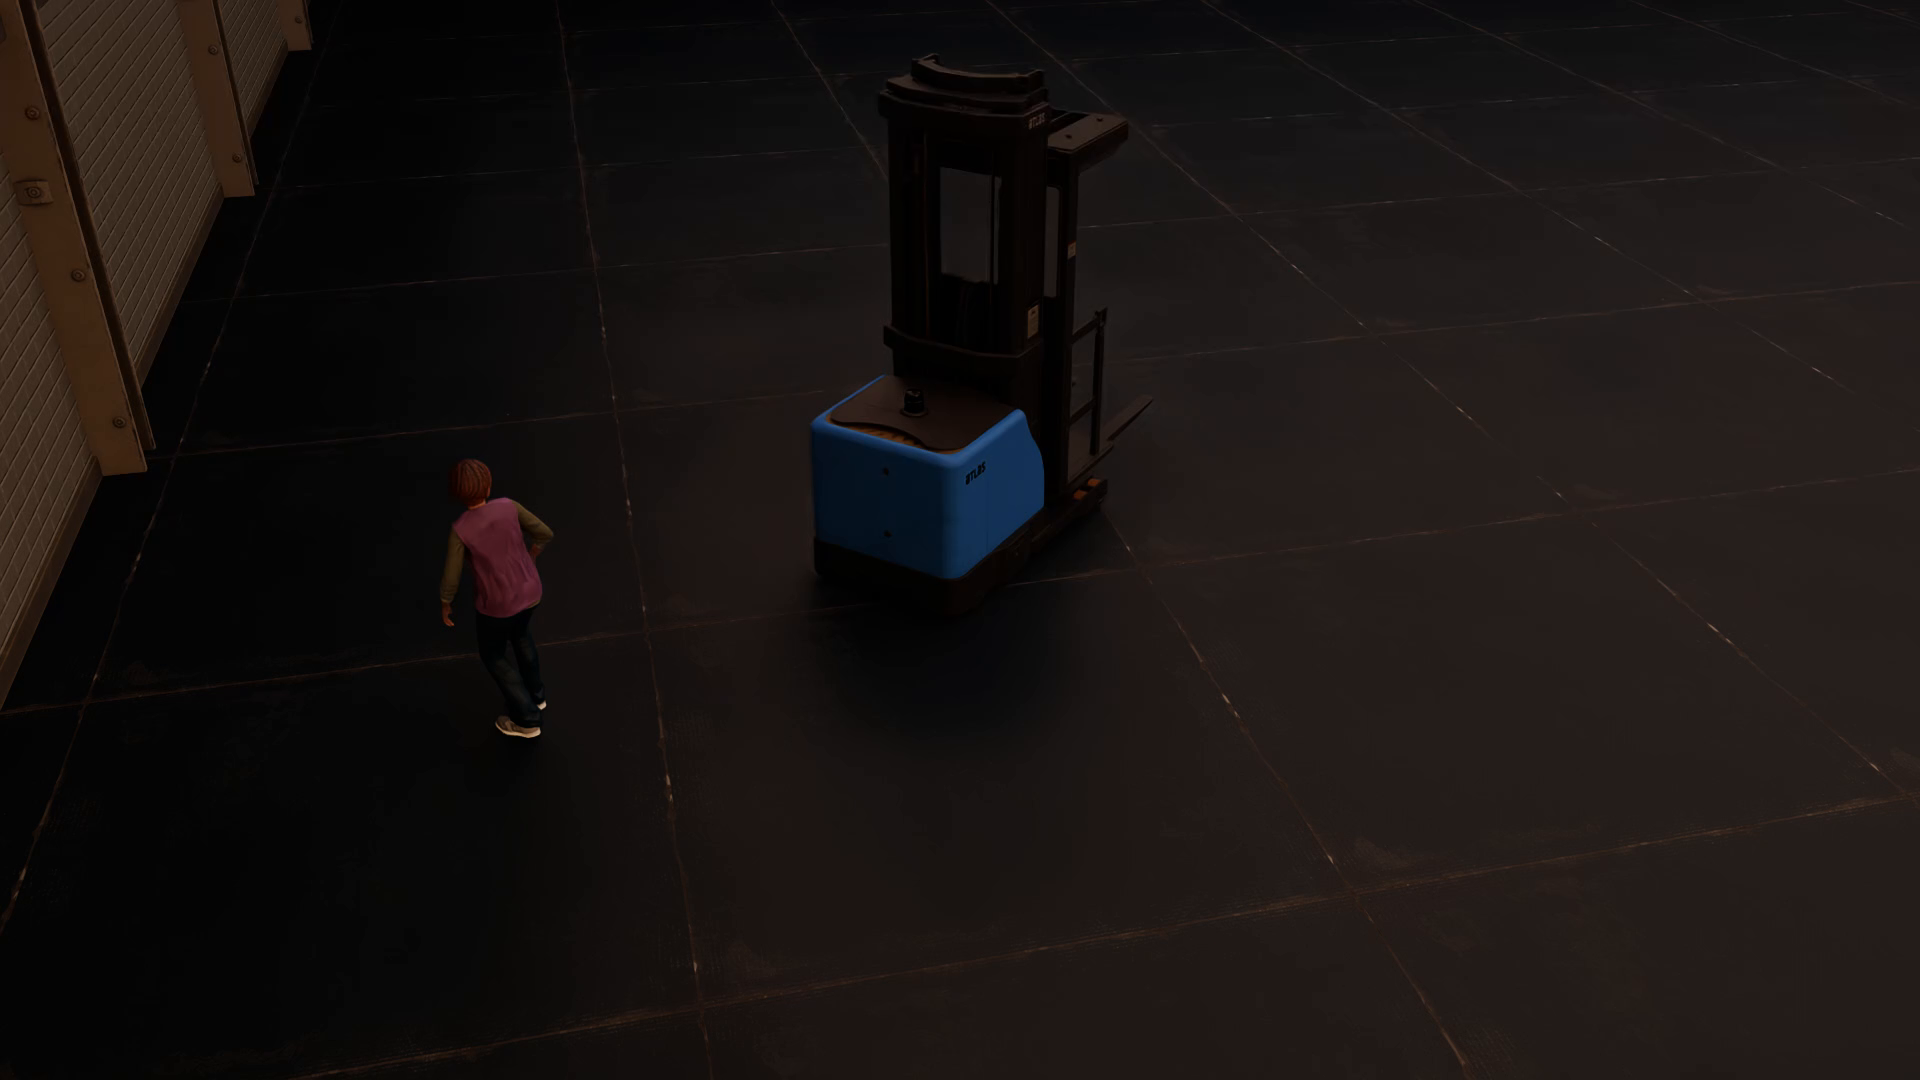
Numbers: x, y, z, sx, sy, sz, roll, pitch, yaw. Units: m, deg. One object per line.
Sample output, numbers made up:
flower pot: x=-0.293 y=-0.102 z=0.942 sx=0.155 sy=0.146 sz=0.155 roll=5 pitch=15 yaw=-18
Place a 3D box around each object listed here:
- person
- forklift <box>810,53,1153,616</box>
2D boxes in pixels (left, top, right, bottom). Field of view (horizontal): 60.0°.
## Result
person: x=-2.364 y=0.298 z=8.429 sx=0.446 sy=1.573 sz=0.611 roll=22 pitch=37 yaw=33
forklift: x=0.310 y=-1.533 z=10.222 sx=1.130 sy=2.935 sz=3.031 roll=17 pitch=34 yaw=26
